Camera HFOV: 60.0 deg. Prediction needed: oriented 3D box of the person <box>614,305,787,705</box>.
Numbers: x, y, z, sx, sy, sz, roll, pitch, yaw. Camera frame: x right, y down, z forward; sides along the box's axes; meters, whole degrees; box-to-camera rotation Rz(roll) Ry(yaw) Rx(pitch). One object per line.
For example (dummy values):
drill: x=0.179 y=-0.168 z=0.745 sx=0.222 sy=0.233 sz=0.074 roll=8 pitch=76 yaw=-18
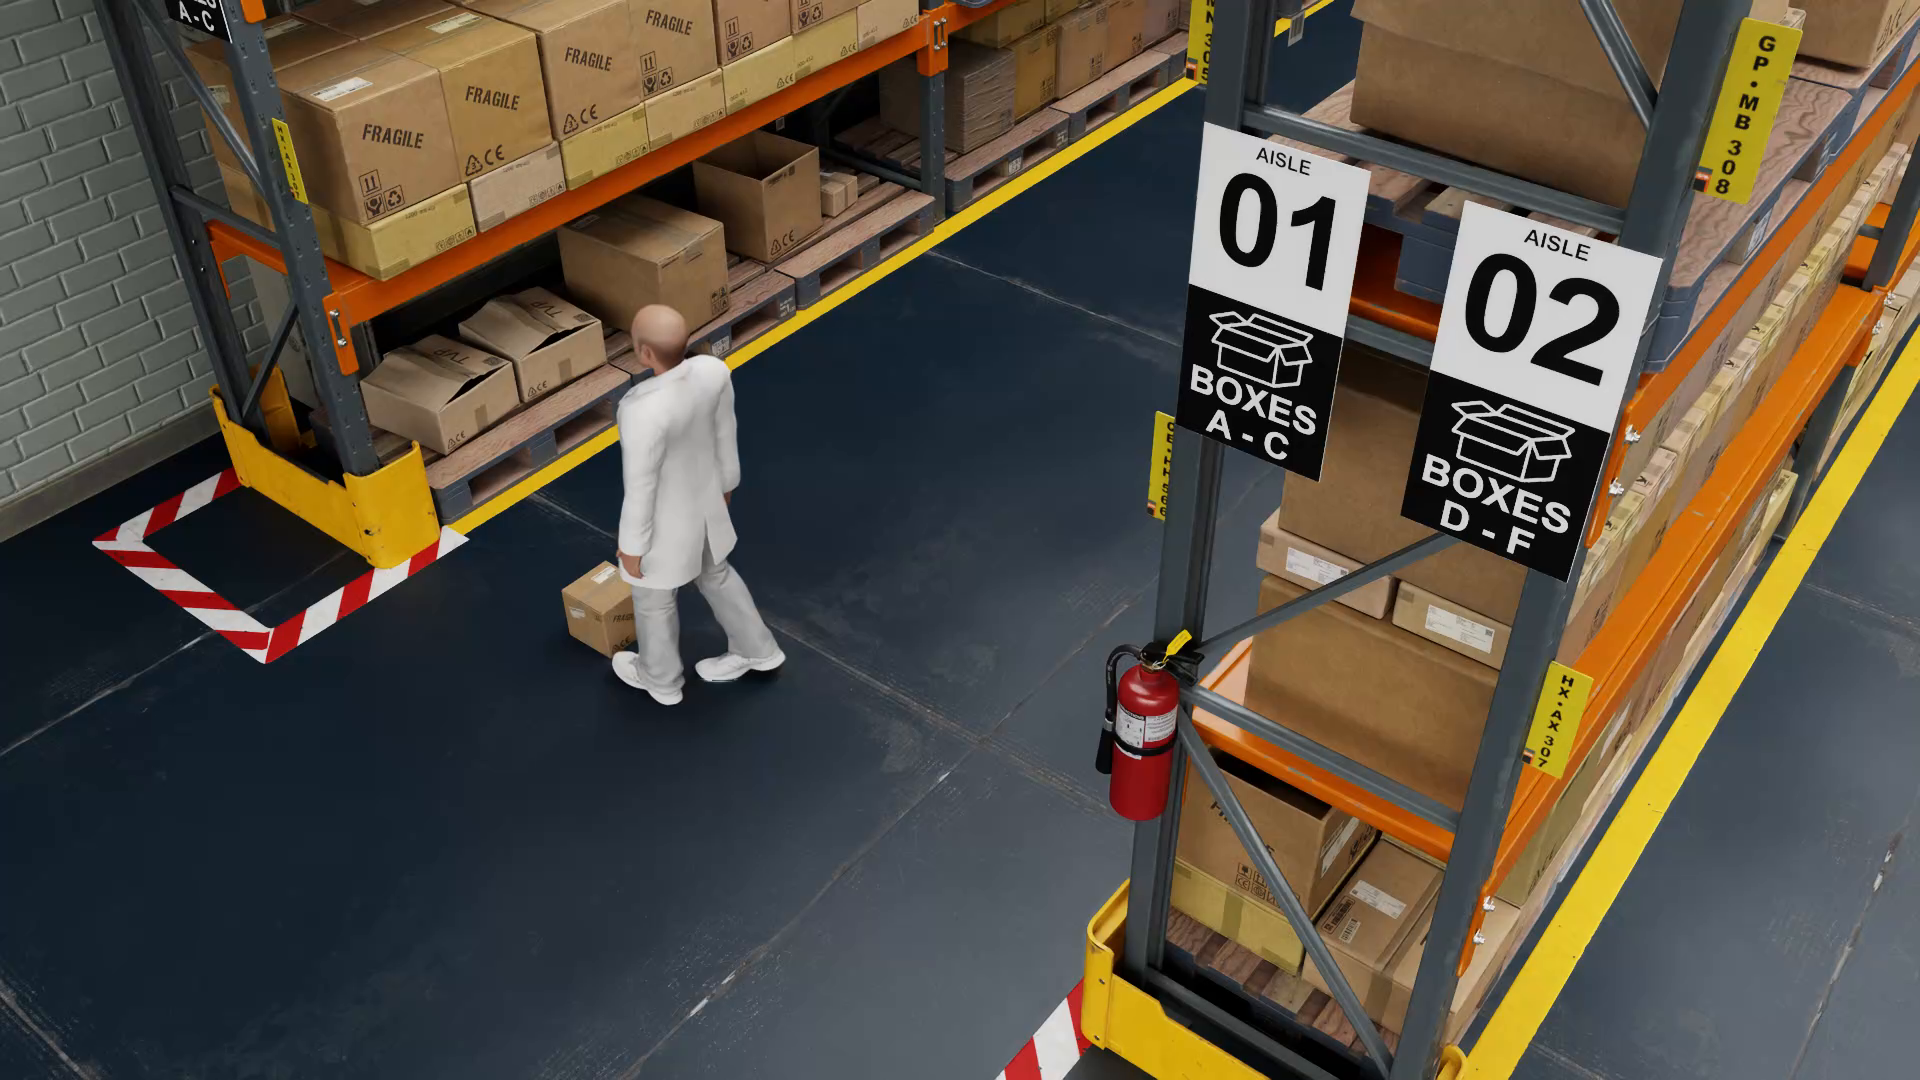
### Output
person: x=-1.111 y=-0.115 z=6.308 sx=0.623 sy=1.788 sz=0.619 roll=21 pitch=43 yaw=24
